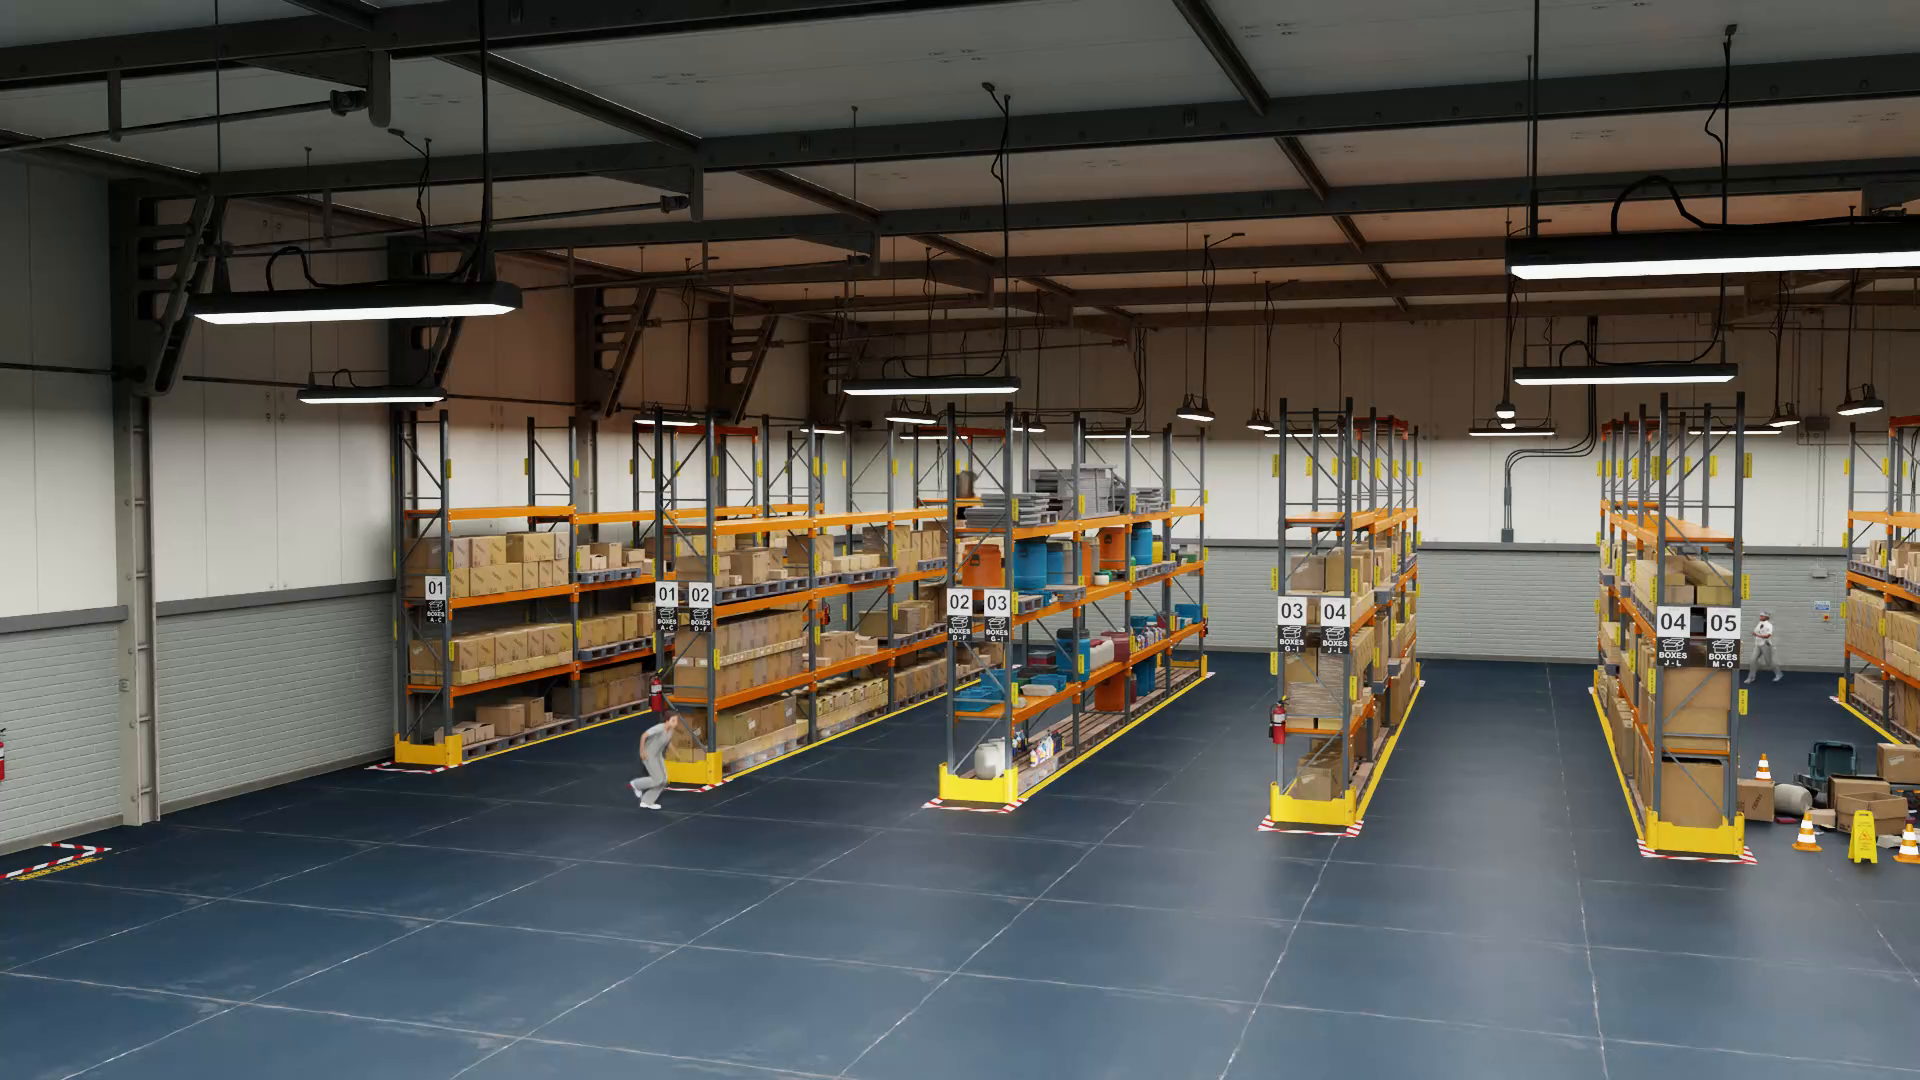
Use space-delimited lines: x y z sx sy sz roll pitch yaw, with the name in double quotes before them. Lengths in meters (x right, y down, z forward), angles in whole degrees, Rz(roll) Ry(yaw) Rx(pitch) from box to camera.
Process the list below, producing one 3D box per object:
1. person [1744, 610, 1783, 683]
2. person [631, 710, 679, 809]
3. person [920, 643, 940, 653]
"person" 18.689 2.479 38.661 0.901 1.713 0.561 0 2 -10
"person" -4.503 3.223 24.411 0.816 1.487 0.578 1 3 25
"person" -0.635 2.329 44.155 0.679 1.532 1.104 -2 3 -40
